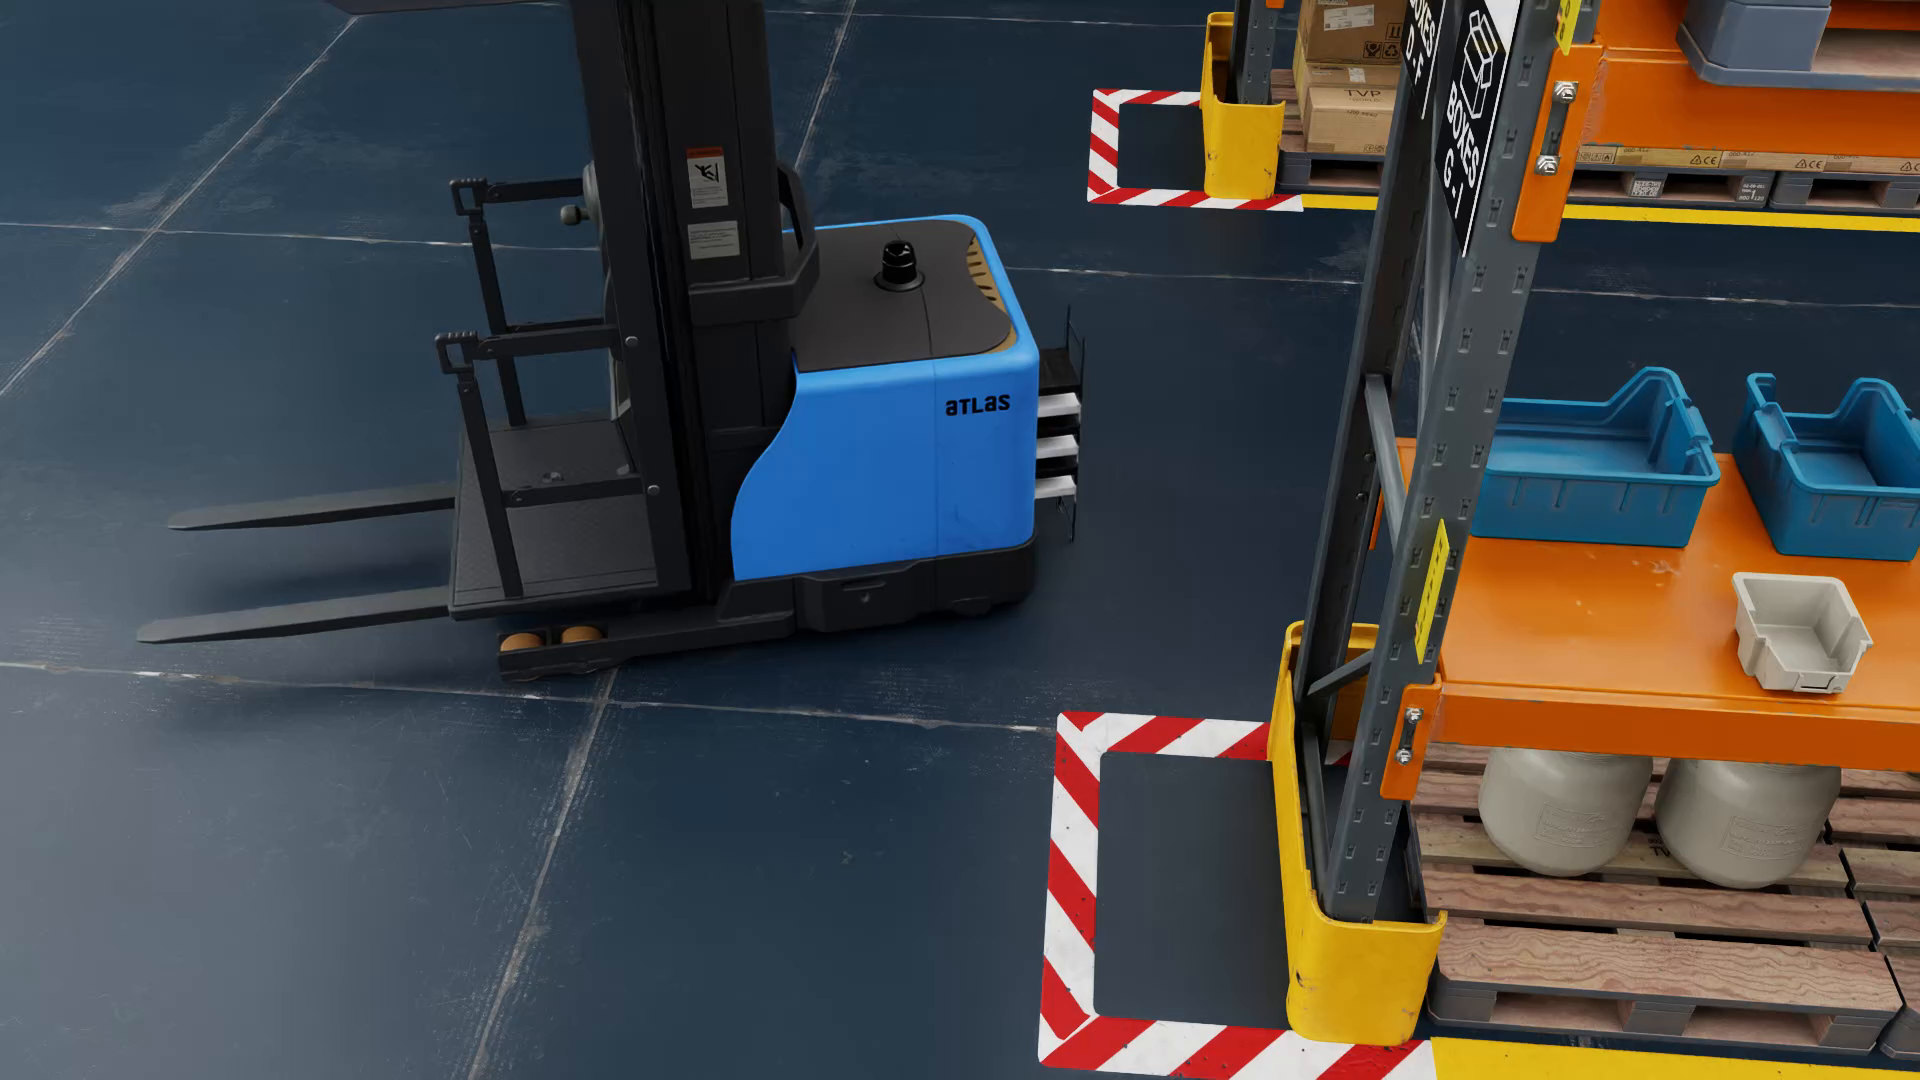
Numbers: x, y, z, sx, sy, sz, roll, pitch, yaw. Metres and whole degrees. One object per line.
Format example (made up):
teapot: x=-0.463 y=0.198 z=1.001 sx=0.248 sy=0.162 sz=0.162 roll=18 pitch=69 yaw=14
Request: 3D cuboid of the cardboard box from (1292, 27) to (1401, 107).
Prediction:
cardboard box: x=2.039 y=-2.495 z=8.784 sx=0.500 sy=0.250 sz=0.500 roll=3 pitch=39 yaw=4

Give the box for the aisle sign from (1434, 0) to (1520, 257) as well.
aisle sign: x=0.951 y=-0.954 z=2.987 sx=0.004 sy=0.787 sz=0.394 roll=3 pitch=39 yaw=4

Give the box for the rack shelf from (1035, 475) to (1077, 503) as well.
rack shelf: x=0.304 y=-0.231 z=6.159 sx=0.200 sy=0.077 sz=0.258 roll=-7 pitch=40 yaw=-8

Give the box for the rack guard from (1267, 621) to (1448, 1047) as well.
rack guard: x=1.127 y=0.818 z=4.850 sx=0.348 sy=0.500 sz=1.175 roll=3 pitch=39 yaw=4

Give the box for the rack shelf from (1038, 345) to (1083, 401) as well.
rack shelf: x=0.304 y=-0.580 z=5.875 sx=0.200 sy=0.077 sz=0.258 roll=-7 pitch=40 yaw=-8

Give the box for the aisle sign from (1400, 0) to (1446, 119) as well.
aisle sign: x=1.002 y=-1.325 z=3.443 sx=0.004 sy=0.787 sz=0.394 roll=3 pitch=39 yaw=4

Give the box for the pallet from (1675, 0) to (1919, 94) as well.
pallet: x=1.863 y=-1.110 z=3.011 sx=1.213 sy=0.211 sz=1.003 roll=3 pitch=39 yaw=4

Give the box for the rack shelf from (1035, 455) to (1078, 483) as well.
rack shelf: x=0.304 y=-0.301 z=6.102 sx=0.200 sy=0.077 sz=0.258 roll=-7 pitch=40 yaw=-8

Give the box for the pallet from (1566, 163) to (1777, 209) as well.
pallet: x=3.456 y=-2.077 z=8.634 sx=1.213 sy=0.211 sz=1.003 roll=3 pitch=39 yaw=4

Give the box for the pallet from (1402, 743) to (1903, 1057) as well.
pallet: x=1.936 y=0.977 z=4.882 sx=1.213 sy=0.211 sz=1.003 roll=3 pitch=39 yaw=4

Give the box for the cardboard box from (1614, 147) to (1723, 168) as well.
cardboard box: x=3.488 y=-2.086 z=8.282 sx=0.500 sy=0.250 sz=0.500 roll=3 pitch=39 yaw=4

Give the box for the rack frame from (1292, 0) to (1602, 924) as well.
rack frame: x=1.048 y=-0.126 z=4.029 sx=0.127 sy=3.000 sz=1.000 roll=3 pitch=39 yaw=4

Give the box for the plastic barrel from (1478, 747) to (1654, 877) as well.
plastic barrel: x=1.710 y=0.663 z=4.697 sx=0.421 sy=0.512 sz=0.421 roll=0 pitch=39 yaw=0

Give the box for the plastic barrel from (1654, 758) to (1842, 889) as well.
plastic barrel: x=2.209 y=0.691 z=4.664 sx=0.421 sy=0.512 sz=0.421 roll=0 pitch=39 yaw=0

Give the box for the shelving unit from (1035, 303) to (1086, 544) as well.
shelving unit: x=0.304 y=-0.396 z=6.024 sx=0.210 sy=0.900 sz=0.258 roll=-7 pitch=40 yaw=-8

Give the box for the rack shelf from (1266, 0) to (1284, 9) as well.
rack shelf: x=3.471 y=-2.854 z=7.950 sx=4.000 sy=0.370 sz=1.077 roll=3 pitch=39 yaw=4

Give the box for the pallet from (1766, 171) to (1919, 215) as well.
pallet: x=4.675 y=-2.012 z=8.554 sx=1.213 sy=0.211 sz=1.003 roll=3 pitch=39 yaw=4

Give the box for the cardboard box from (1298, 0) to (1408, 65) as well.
cardboard box: x=2.039 y=-2.787 z=8.549 sx=0.500 sy=0.500 sz=0.500 roll=3 pitch=39 yaw=4

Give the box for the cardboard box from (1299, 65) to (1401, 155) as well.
cardboard box: x=1.994 y=-2.169 z=8.384 sx=0.500 sy=0.250 sz=0.500 roll=3 pitch=39 yaw=4

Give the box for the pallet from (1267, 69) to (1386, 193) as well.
pallet: x=2.244 y=-2.145 z=8.718 sx=1.213 sy=0.211 sz=1.003 roll=3 pitch=39 yaw=4

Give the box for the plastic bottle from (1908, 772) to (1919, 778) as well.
plastic bottle: x=2.915 y=0.612 z=4.990 sx=0.097 sy=0.201 sz=0.097 roll=0 pitch=39 yaw=0

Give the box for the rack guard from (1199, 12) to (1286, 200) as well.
rack guard: x=1.455 y=-2.273 z=8.647 sx=0.348 sy=0.500 sz=1.175 roll=3 pitch=39 yaw=4

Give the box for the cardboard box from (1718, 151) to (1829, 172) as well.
cardboard box: x=3.986 y=-2.059 z=8.249 sx=0.500 sy=0.250 sz=0.500 roll=3 pitch=39 yaw=4

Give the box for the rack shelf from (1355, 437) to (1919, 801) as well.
rack shelf: x=3.040 y=0.261 z=4.123 sx=4.000 sy=0.370 sz=1.077 roll=3 pitch=39 yaw=4

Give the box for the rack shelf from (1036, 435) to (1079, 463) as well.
rack shelf: x=0.304 y=-0.371 z=6.045 sx=0.200 sy=0.077 sz=0.258 roll=-7 pitch=40 yaw=-8

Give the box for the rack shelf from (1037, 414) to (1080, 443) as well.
rack shelf: x=0.304 y=-0.440 z=5.988 sx=0.200 sy=0.077 sz=0.258 roll=-7 pitch=40 yaw=-8

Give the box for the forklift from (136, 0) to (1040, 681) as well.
forklift: x=-1.299 y=-1.019 z=5.181 sx=3.031 sy=2.935 sz=1.130 roll=-7 pitch=40 yaw=-8

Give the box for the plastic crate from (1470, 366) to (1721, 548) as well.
plastic crate: x=1.572 y=-0.230 z=4.274 sx=0.616 sy=0.251 sz=0.499 roll=3 pitch=39 yaw=4

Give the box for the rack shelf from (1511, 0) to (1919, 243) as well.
rack shelf: x=3.040 y=-0.902 z=3.176 sx=4.000 sy=0.370 sz=1.077 roll=3 pitch=39 yaw=4

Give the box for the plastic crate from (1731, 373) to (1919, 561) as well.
plastic crate: x=2.219 y=-0.191 z=4.226 sx=0.408 sy=0.251 sz=0.499 roll=3 pitch=39 yaw=4

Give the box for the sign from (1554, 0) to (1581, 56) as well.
sign: x=0.996 y=-0.948 z=2.655 sx=0.005 sy=0.325 sz=0.100 roll=3 pitch=39 yaw=4

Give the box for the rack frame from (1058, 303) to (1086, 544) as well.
rack frame: x=0.404 y=-0.409 z=6.039 sx=0.006 sy=0.900 sz=0.240 roll=-7 pitch=40 yaw=-8

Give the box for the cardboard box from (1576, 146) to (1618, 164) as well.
cardboard box: x=2.990 y=-2.116 z=8.320 sx=0.500 sy=0.250 sz=0.500 roll=3 pitch=39 yaw=4

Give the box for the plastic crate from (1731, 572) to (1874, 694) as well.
plastic crate: x=1.911 y=0.227 z=3.804 sx=0.250 sy=0.136 sz=0.298 roll=3 pitch=39 yaw=4

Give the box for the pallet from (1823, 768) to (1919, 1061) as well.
pallet: x=3.148 y=1.045 z=4.799 sx=1.213 sy=0.211 sz=1.003 roll=3 pitch=39 yaw=4

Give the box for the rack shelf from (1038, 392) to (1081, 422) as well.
rack shelf: x=0.304 y=-0.510 z=5.932 sx=0.200 sy=0.077 sz=0.258 roll=-7 pitch=40 yaw=-8

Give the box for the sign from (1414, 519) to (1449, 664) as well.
sign: x=0.996 y=0.112 z=3.517 sx=0.005 sy=0.325 sz=0.100 roll=3 pitch=39 yaw=4

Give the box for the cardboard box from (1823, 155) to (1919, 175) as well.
cardboard box: x=4.486 y=-2.041 z=8.227 sx=0.500 sy=0.250 sz=0.500 roll=3 pitch=39 yaw=4

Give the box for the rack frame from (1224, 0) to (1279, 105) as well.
rack frame: x=1.479 y=-3.242 z=7.856 sx=0.127 sy=3.000 sz=1.000 roll=3 pitch=39 yaw=4
